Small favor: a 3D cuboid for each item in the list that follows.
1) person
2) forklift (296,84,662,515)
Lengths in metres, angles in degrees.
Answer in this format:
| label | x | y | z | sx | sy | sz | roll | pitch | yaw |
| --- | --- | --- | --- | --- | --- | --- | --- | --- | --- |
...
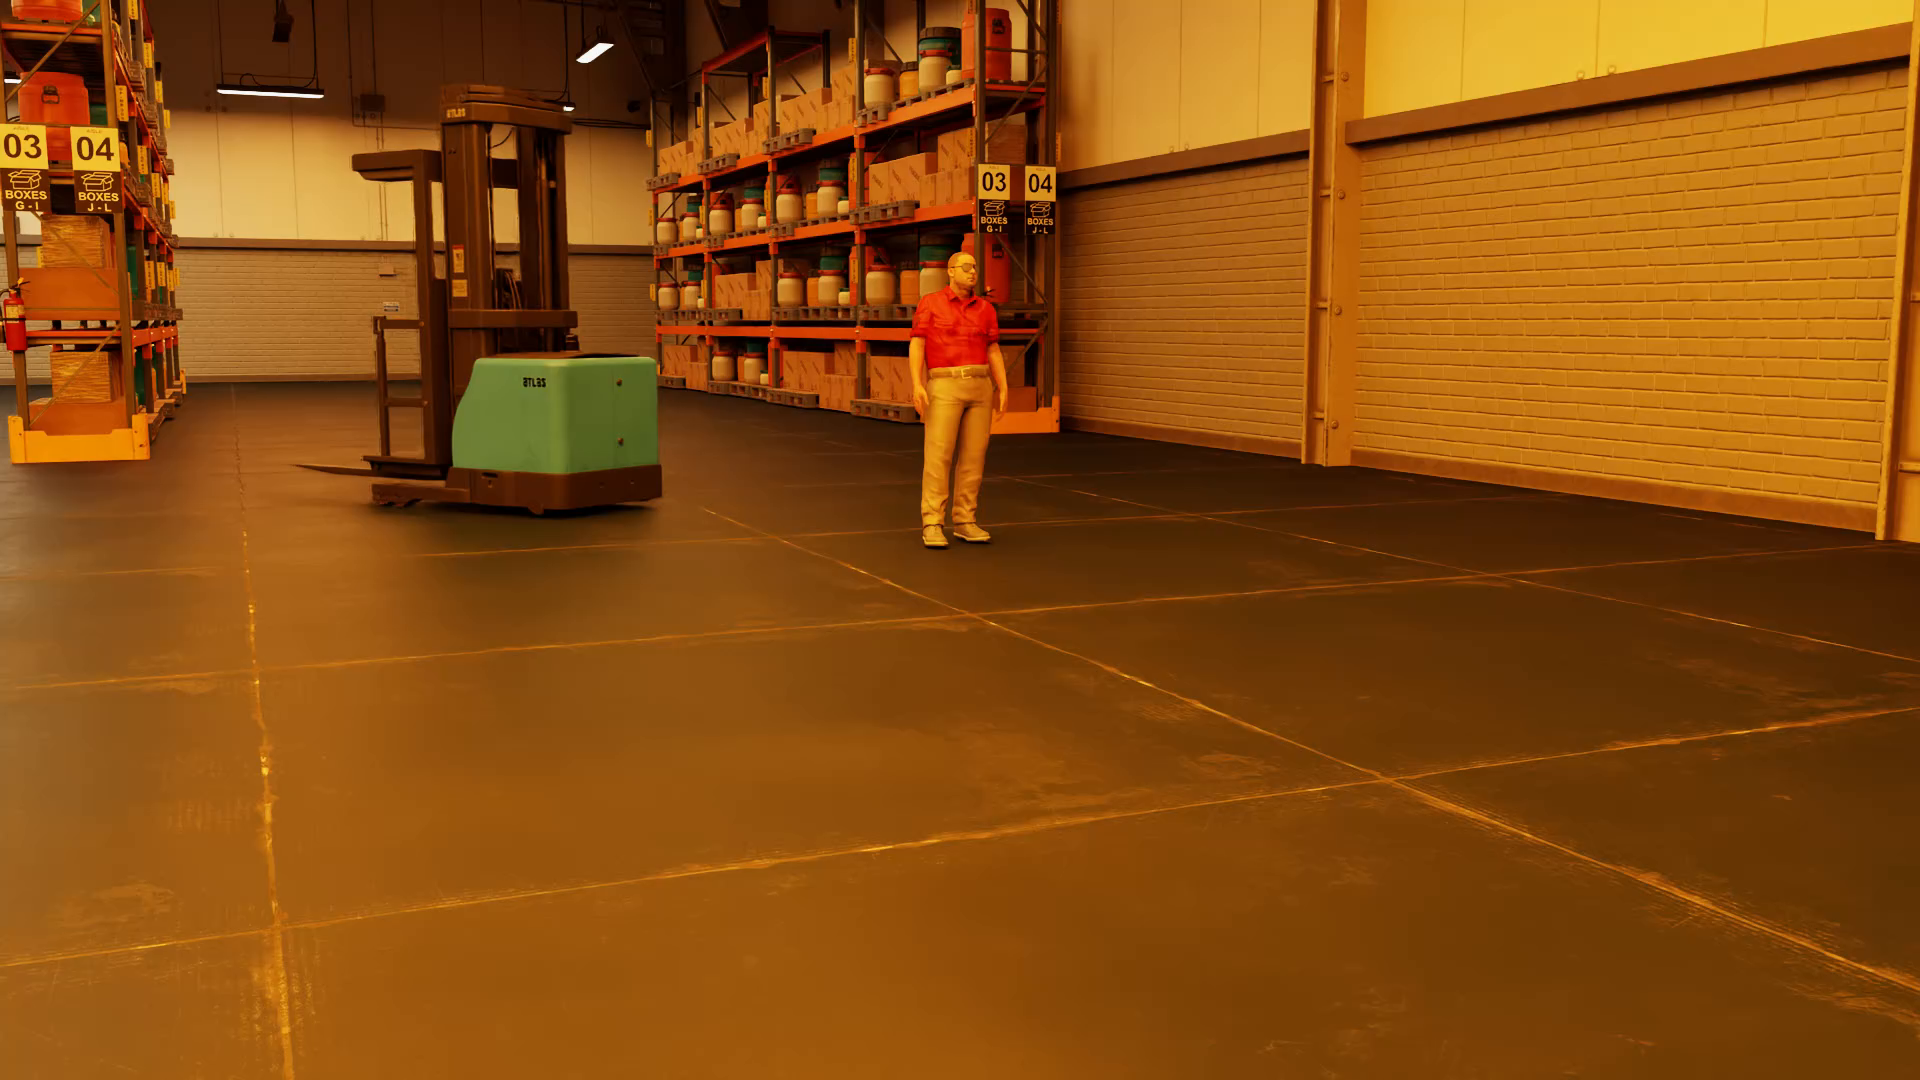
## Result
| label | x | y | z | sx | sy | sz | roll | pitch | yaw |
| --- | --- | --- | --- | --- | --- | --- | --- | --- | --- |
| person | 0.025 | -0.854 | 9.953 | 0.641 | 1.728 | 0.550 | -3 | 8 | -23 |
| forklift | -3.662 | -1.741 | 12.149 | 3.031 | 2.935 | 1.130 | 5 | 9 | 32 |
